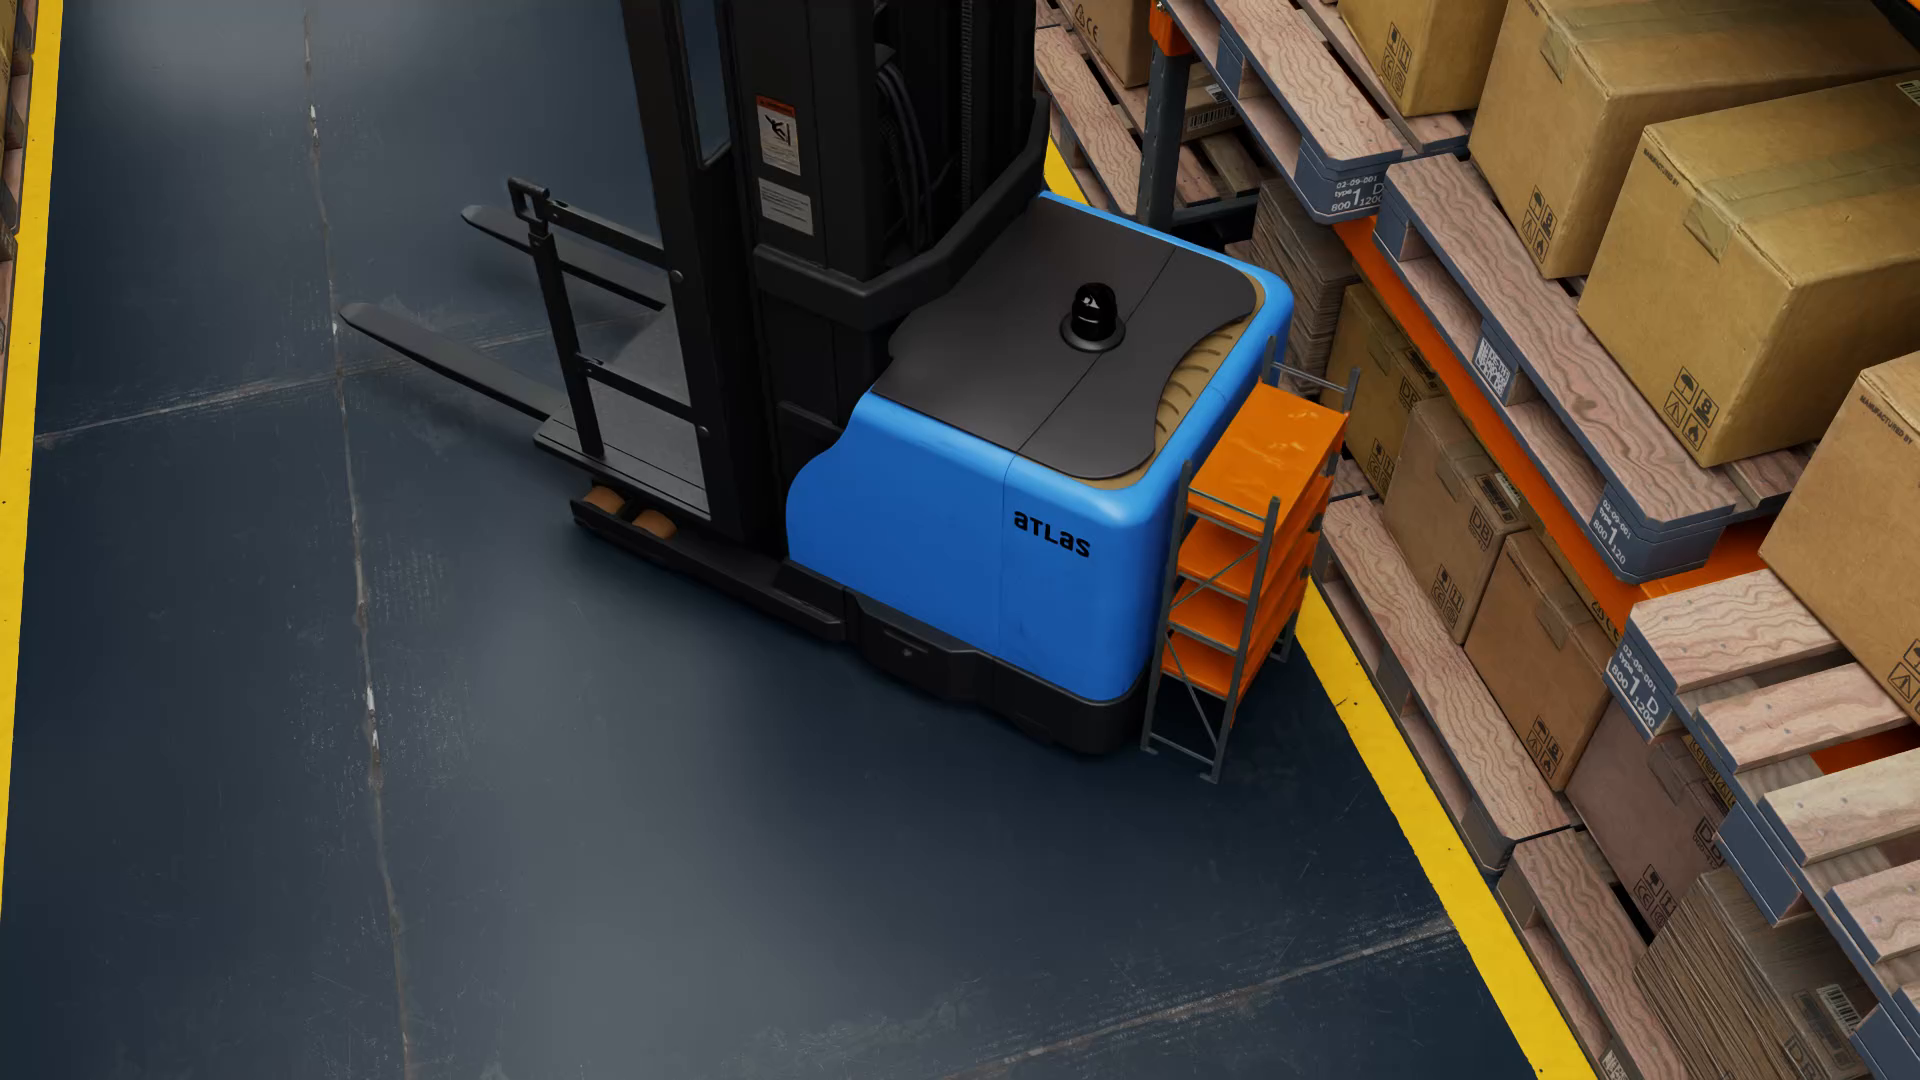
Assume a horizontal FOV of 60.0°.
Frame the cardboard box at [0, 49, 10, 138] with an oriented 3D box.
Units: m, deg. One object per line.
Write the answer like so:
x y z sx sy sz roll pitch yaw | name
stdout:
-3.895 -1.695 6.241 0.500 0.250 0.500 -13 51 -11 | cardboard box

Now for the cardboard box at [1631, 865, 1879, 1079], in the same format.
2.043 1.006 3.787 0.700 0.500 0.500 -13 51 -10 | cardboard box

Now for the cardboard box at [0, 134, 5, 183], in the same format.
-3.742 -1.331 5.934 0.500 0.250 0.500 -13 51 -11 | cardboard box

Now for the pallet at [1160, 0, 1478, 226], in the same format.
1.210 -1.412 4.604 1.003 0.211 1.213 -13 51 -11 | pallet

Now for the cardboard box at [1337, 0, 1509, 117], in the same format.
1.399 -1.450 4.157 0.700 0.500 0.500 -9 50 -7 | cardboard box

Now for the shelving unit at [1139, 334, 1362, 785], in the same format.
0.743 0.090 4.389 0.258 1.200 0.503 24 54 19 | shelving unit

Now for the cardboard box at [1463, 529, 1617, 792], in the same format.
1.827 0.247 4.427 0.700 0.500 0.500 -14 51 -11 | cardboard box

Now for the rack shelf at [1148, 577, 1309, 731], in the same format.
0.743 0.261 4.593 0.258 0.148 0.480 24 54 19 | rack shelf

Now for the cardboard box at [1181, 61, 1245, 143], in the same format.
0.936 -1.678 6.268 0.380 0.166 0.250 -19 53 -16 | cardboard box

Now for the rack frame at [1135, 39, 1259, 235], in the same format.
1.123 -2.065 5.029 1.000 3.000 0.127 -13 51 -11 | rack frame

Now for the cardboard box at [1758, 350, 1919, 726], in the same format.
1.966 -0.061 2.986 0.700 0.500 0.500 -18 52 -14 | cardboard box

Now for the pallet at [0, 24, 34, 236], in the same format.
-4.168 -1.526 6.399 1.003 0.211 1.213 -13 51 -11 | pallet

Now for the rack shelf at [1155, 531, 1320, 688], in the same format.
0.743 0.133 4.441 0.258 0.148 0.480 24 54 19 | rack shelf

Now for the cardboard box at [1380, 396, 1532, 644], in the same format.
1.669 -0.119 4.736 0.700 0.500 0.500 -13 51 -11 | cardboard box

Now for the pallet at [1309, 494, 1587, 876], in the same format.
1.719 0.295 4.863 1.003 0.211 1.213 -13 51 -11 | pallet

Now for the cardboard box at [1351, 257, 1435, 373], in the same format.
1.490 -0.788 4.809 0.500 0.250 0.500 -14 51 -12 | cardboard box

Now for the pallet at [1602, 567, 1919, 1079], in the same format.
1.993 0.422 3.058 1.213 0.211 1.003 -13 51 -11 | pallet

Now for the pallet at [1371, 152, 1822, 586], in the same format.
1.681 -0.518 3.850 1.003 0.211 1.213 -13 51 -11 | pallet

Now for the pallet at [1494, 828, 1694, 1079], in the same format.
2.076 1.184 4.114 1.003 0.211 1.213 -13 51 -11 | pallet

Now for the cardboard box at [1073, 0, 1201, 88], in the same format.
0.777 -2.150 6.448 0.500 0.500 0.500 -17 52 -14 | cardboard box

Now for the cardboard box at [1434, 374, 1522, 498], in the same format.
1.647 -0.409 4.490 0.500 0.250 0.500 -15 51 -12 | cardboard box

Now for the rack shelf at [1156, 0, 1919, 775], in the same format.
1.714 -0.372 4.073 1.077 0.370 4.000 -13 51 -11 | rack shelf

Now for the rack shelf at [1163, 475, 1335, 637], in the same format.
0.743 -0.011 4.270 0.258 0.148 0.480 24 54 19 | rack shelf

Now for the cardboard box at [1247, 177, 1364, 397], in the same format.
1.356 -0.867 5.366 0.700 0.500 0.500 -12 51 -10 | cardboard box

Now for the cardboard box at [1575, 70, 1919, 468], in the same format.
1.767 -0.564 3.410 0.700 0.500 0.500 -13 51 -11 | cardboard box

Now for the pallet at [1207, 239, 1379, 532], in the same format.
1.354 -0.598 5.616 1.003 0.211 1.213 -13 51 -11 | pallet

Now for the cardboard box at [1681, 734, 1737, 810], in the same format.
1.934 0.334 3.863 0.500 0.250 0.500 -12 51 -10 | cardboard box

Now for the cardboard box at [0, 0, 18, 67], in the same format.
-4.042 -2.061 6.549 0.500 0.250 0.500 -13 51 -11 | cardboard box

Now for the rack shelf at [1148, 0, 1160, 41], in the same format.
0.531 -3.294 6.535 1.077 0.370 4.000 -13 51 -11 | rack shelf

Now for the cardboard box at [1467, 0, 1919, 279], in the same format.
1.623 -0.976 3.758 0.700 0.500 0.500 -7 50 -6 | cardboard box

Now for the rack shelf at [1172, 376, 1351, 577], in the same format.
0.743 -0.163 4.089 0.258 0.148 0.480 24 54 19 | rack shelf

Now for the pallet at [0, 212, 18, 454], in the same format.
-3.804 -0.634 5.646 1.003 0.211 1.213 -13 51 -11 | pallet

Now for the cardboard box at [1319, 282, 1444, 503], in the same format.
1.557 -0.501 5.058 0.700 0.500 0.500 -14 51 -12 | cardboard box

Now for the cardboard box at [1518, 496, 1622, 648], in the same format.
1.777 -0.040 4.179 0.500 0.250 0.500 -14 51 -11 | cardboard box

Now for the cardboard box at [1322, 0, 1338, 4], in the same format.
1.240 -1.860 4.503 0.700 0.500 0.500 -13 51 -11 | cardboard box

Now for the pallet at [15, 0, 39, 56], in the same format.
-4.525 -2.416 7.148 1.003 0.211 1.213 -13 51 -11 | pallet

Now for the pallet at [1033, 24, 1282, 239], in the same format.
0.890 -1.649 6.502 1.003 0.211 1.213 -13 51 -11 | pallet

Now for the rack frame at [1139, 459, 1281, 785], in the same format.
0.620 0.251 4.254 0.240 1.200 0.015 24 54 19 | rack frame

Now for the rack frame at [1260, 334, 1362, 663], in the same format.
0.867 -0.071 4.525 0.240 1.200 0.015 24 54 19 | rack frame

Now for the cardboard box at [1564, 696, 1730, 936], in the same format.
2.001 0.604 4.126 0.700 0.500 0.500 -13 51 -11 | cardboard box

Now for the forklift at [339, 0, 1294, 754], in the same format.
-0.622 -1.201 4.345 3.031 2.935 1.130 24 54 19 | forklift

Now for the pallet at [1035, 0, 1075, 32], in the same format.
0.526 -2.541 7.254 1.003 0.211 1.213 -13 51 -11 | pallet
